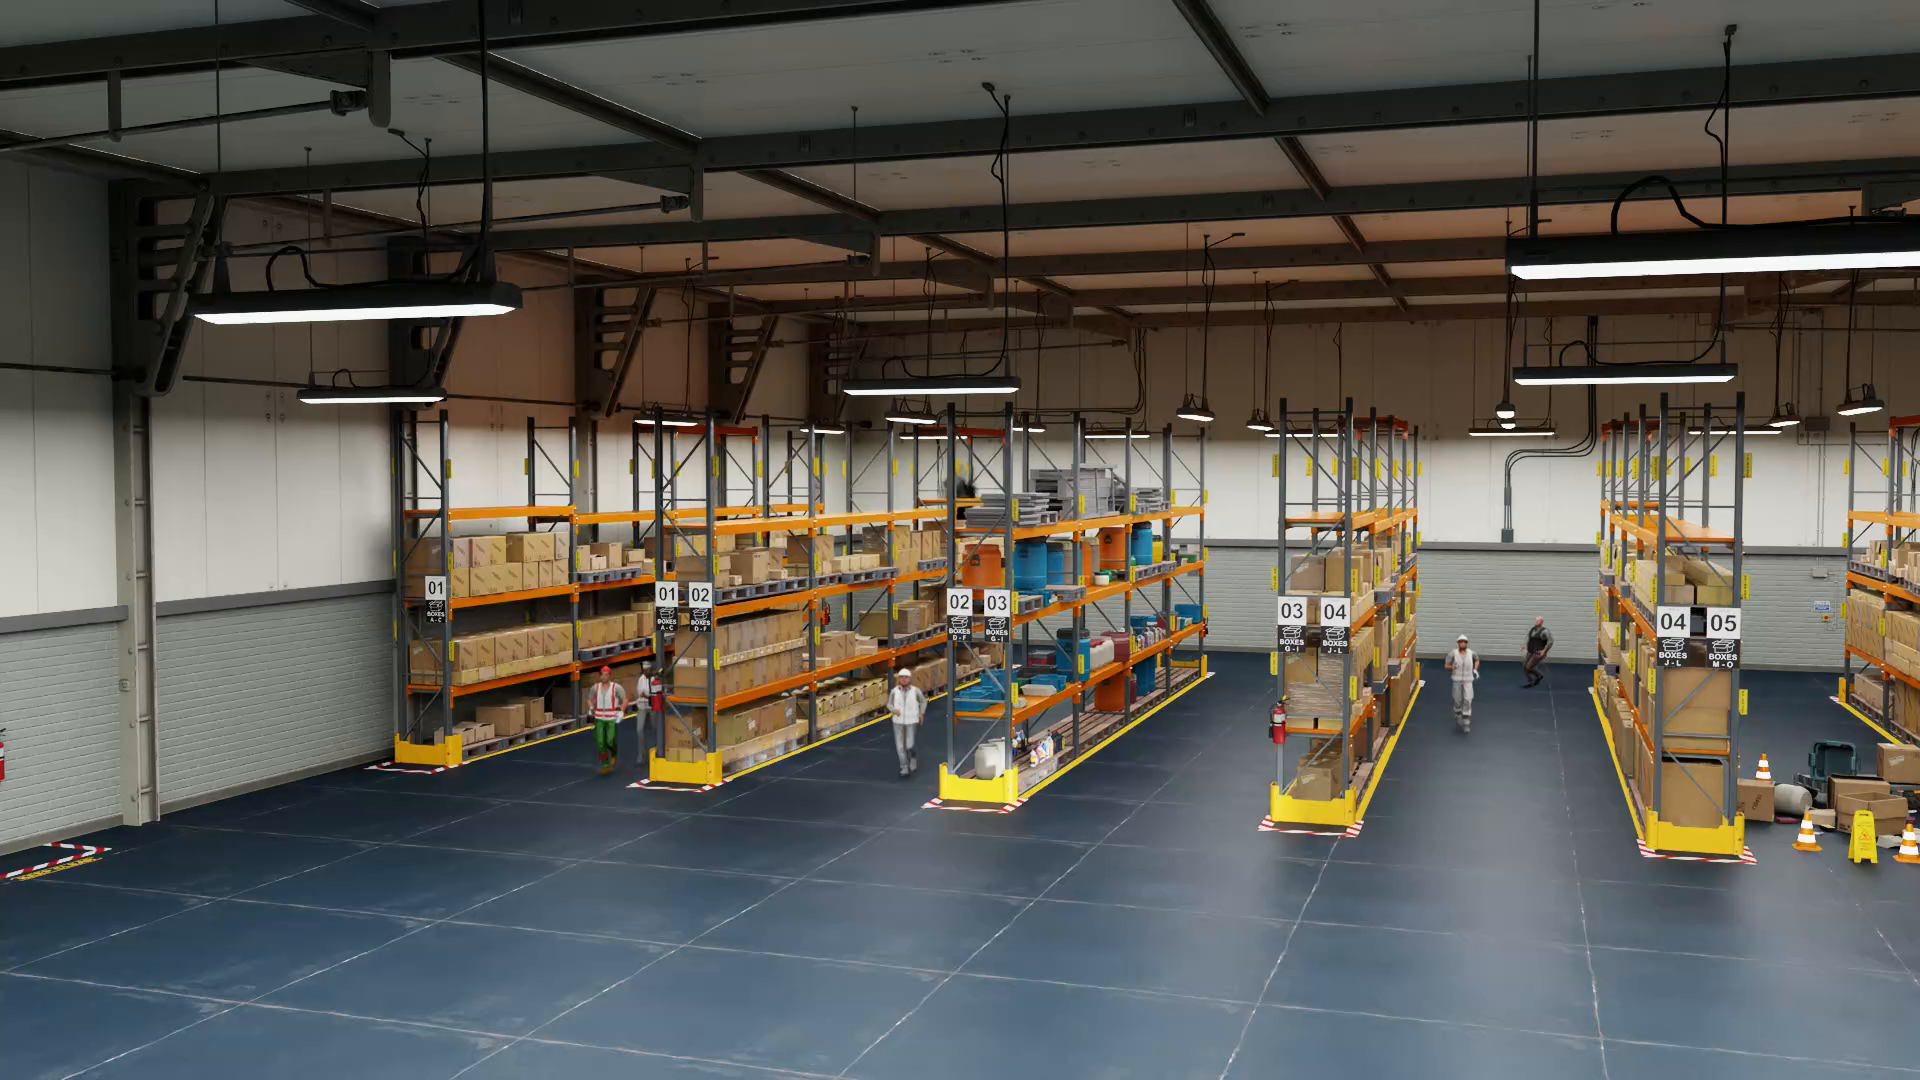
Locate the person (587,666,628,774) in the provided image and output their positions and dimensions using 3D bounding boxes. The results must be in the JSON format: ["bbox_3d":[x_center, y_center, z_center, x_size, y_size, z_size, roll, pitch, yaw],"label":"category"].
[{"bbox_3d":[-5.821,2.956,27.353,0.667,1.760,0.598,0,2,3],"label":"person"}]

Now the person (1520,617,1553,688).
[{"bbox_3d":[13.045,2.561,37.705,0.516,1.657,0.710,-1,3,-24],"label":"person"}]

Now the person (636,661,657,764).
[{"bbox_3d":[-5.320,2.926,28.520,0.547,1.732,0.847,1,3,13],"label":"person"}]

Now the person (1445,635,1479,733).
[{"bbox_3d":[9.573,2.717,31.706,0.644,1.806,0.915,1,3,14],"label":"person"}]

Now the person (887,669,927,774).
[{"bbox_3d":[-0.884,2.968,27.057,0.645,1.732,0.592,0,2,6],"label":"person"}]
